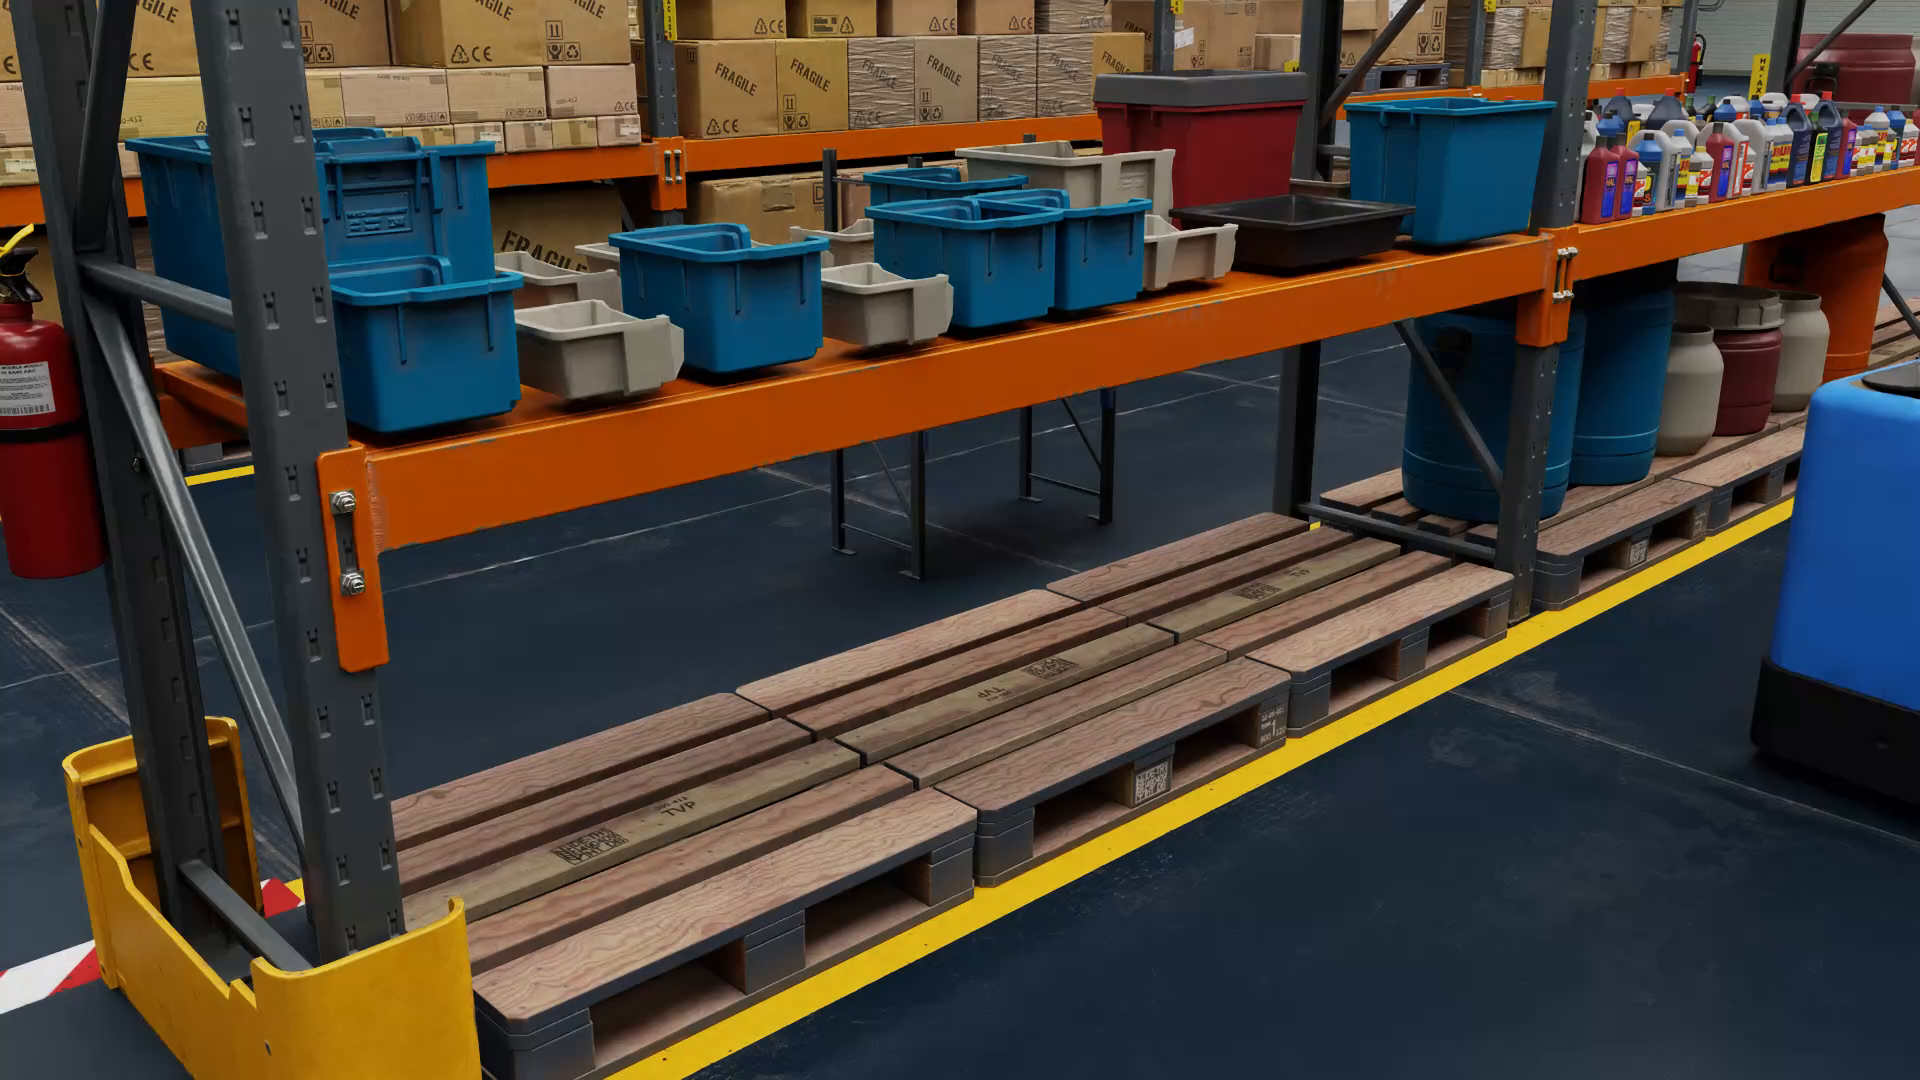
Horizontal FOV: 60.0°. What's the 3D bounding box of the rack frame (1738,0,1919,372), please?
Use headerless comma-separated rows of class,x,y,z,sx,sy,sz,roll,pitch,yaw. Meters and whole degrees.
rack frame,4.458,-2.107,8.121,0.127,3.000,1.000,-16,24,-41

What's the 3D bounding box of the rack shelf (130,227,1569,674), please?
rack shelf,0.098,-0.494,4.310,4.000,0.370,1.077,-16,24,-41

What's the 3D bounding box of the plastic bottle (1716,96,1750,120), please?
plastic bottle,3.585,-1.931,7.778,0.135,0.276,0.152,-16,24,-41

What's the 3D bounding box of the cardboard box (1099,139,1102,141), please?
cardboard box,1.132,-4.504,18.278,0.875,0.875,0.875,-16,24,-40

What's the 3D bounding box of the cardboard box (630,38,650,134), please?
cardboard box,-1.699,-2.578,9.409,0.500,0.500,0.500,-16,24,-41

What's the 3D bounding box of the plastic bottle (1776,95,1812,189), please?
plastic bottle,3.251,-1.569,6.539,0.185,0.351,0.144,-16,24,-41

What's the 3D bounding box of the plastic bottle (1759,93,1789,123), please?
plastic bottle,3.921,-2.029,8.081,0.135,0.276,0.152,-16,24,-41

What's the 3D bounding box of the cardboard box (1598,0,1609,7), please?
cardboard box,5.545,-5.088,15.050,0.500,0.500,0.500,-16,24,-41

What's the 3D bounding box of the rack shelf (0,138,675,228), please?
rack shelf,-3.305,-1.604,7.734,4.000,0.370,1.077,-16,24,-41

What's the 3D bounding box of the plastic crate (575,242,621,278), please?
plastic crate,-0.666,-0.587,3.761,0.243,0.136,0.396,-16,24,-41

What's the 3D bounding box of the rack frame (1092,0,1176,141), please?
rack frame,1.055,-3.217,11.544,0.127,3.000,1.000,-16,24,-41

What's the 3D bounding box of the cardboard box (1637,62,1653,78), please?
cardboard box,6.474,-4.569,16.120,0.250,0.149,0.380,-16,24,-41

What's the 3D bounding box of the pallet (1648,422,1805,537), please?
pallet,3.028,-0.347,7.213,1.213,0.211,1.003,-16,24,-41

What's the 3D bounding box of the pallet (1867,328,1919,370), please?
pallet,5.048,-0.936,9.030,1.213,0.211,1.003,-16,24,-41

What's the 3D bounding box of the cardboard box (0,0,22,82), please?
cardboard box,-3.860,-2.096,6.631,0.500,0.500,0.500,-17,25,-42

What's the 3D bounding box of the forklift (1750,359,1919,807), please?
forklift,3.650,-0.924,4.581,3.031,2.935,1.130,-13,22,-35

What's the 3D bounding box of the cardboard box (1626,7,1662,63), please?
cardboard box,6.169,-4.858,15.961,0.500,0.500,0.875,-16,24,-41

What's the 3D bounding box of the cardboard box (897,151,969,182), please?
cardboard box,-0.114,-2.078,10.793,0.875,0.875,1.225,-16,24,-41

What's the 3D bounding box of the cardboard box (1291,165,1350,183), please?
cardboard box,2.735,-2.744,13.425,0.700,0.500,0.500,15,23,39

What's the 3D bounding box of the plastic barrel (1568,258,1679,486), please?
plastic barrel,2.473,-0.723,6.572,0.708,0.901,0.600,-16,24,-41

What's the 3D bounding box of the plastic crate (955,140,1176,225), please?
plastic crate,0.315,-0.950,4.645,0.530,0.282,0.437,-16,24,-41

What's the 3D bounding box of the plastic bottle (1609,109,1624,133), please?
plastic bottle,2.718,-1.662,6.955,0.097,0.271,0.097,0,18,0

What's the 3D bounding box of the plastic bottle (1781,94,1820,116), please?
plastic bottle,4.026,-1.995,7.975,0.135,0.276,0.152,-16,24,-41

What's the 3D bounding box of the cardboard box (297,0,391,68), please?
cardboard box,-3.113,-2.538,7.995,0.500,0.500,0.500,17,25,42

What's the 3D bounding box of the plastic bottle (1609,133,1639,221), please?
plastic bottle,2.208,-1.215,5.556,0.133,0.283,0.061,-16,24,-41

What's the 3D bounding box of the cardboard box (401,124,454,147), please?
cardboard box,-2.595,-1.894,7.870,0.250,0.149,0.380,-16,24,-40

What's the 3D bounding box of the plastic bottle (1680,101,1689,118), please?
plastic bottle,3.218,-1.833,7.484,0.097,0.271,0.097,0,18,0

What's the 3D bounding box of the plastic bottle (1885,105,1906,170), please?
plastic bottle,4.052,-1.754,7.241,0.097,0.271,0.097,0,18,0

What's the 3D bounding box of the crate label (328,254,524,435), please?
crate label,-0.949,-0.340,2.843,0.303,0.233,0.416,-16,24,-41

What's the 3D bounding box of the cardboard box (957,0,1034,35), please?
cardboard box,0.037,-3.453,10.483,0.637,0.503,0.797,-16,24,-40

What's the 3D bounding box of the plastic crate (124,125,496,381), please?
plastic crate,-1.240,-0.570,3.226,0.499,0.435,0.616,-16,24,-41

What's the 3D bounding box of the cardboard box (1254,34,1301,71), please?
cardboard box,2.431,-3.649,12.439,0.500,0.250,0.500,17,25,42

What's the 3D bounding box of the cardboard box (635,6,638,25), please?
cardboard box,-2.695,-4.399,13.950,0.250,0.149,0.380,-15,23,-39

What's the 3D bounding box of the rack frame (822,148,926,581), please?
rack frame,-0.307,-0.624,5.977,0.032,1.500,0.500,-16,24,-41

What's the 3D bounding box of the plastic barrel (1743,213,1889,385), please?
plastic barrel,4.114,-1.167,8.059,0.708,0.830,0.600,-16,24,-41

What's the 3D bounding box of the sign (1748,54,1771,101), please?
sign,4.075,-2.307,8.471,0.005,0.325,0.100,-16,24,-41

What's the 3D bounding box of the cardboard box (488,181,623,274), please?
cardboard box,-2.386,-1.437,8.817,0.875,0.875,0.875,-16,24,-41

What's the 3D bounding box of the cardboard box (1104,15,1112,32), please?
cardboard box,1.271,-5.472,18.254,0.550,0.550,0.875,-16,24,-41

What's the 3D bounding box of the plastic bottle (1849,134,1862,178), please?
plastic bottle,3.698,-1.618,6.933,0.097,0.201,0.097,0,18,0

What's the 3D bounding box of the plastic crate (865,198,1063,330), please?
plastic crate,0.007,-0.619,3.703,0.300,0.233,0.416,-16,24,-41

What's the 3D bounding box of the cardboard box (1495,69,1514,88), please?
cardboard box,4.515,-3.974,14.284,0.250,0.149,0.380,-16,24,-41

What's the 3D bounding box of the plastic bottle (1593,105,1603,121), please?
plastic bottle,2.651,-1.681,6.996,0.133,0.283,0.061,-16,24,-41

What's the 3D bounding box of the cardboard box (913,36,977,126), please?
cardboard box,-0.245,-2.782,10.040,0.500,0.500,0.500,-16,24,-40

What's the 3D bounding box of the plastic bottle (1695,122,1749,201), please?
plastic bottle,2.822,-1.410,6.170,0.135,0.276,0.152,-16,24,-41

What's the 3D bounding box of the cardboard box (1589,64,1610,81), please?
cardboard box,5.785,-4.345,15.429,0.250,0.149,0.380,-16,24,-41

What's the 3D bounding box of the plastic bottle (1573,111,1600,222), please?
plastic bottle,2.059,-1.247,5.547,0.185,0.351,0.144,-16,24,-41

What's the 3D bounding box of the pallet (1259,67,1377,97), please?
pallet,2.465,-3.555,12.896,1.213,0.211,1.003,-16,24,-41

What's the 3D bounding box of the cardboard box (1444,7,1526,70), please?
cardboard box,4.331,-4.335,14.348,0.500,0.500,0.875,-16,24,-41

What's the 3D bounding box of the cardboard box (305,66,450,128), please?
cardboard box,-2.737,-2.069,7.764,0.500,0.250,0.500,-16,24,-40

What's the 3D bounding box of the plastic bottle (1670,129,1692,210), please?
plastic bottle,2.519,-1.307,5.862,0.097,0.271,0.097,0,18,0

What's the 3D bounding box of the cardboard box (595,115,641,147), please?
cardboard box,-1.848,-2.112,8.543,0.250,0.149,0.380,-16,24,-41

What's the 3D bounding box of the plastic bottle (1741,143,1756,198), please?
plastic bottle,2.925,-1.393,6.238,0.097,0.201,0.097,0,18,0

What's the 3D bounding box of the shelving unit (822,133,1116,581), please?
shelving unit,0.062,-0.732,6.309,1.048,1.500,0.538,-16,24,-41
